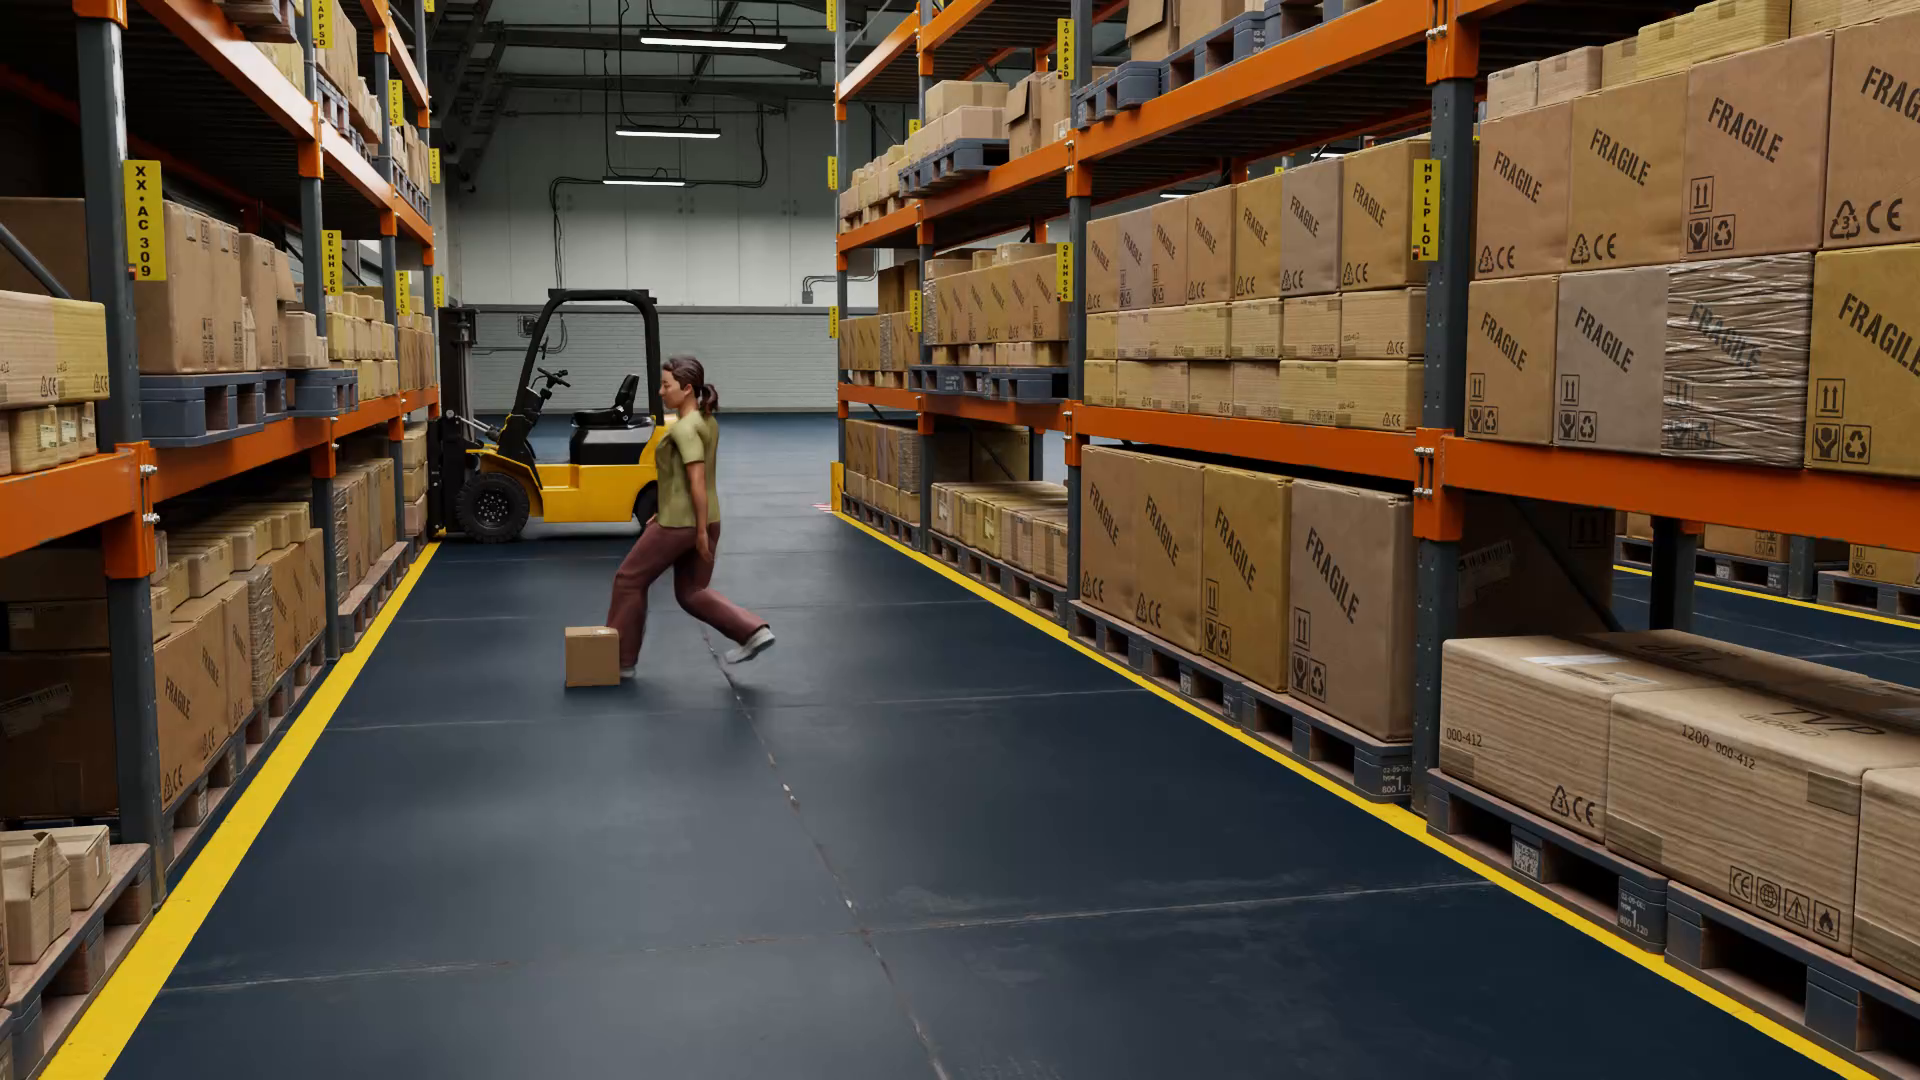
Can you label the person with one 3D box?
[{"bbox_3d":[-1.398,-0.097,8.011,1.042,1.568,0.425,2,7,18],"label":"person"}]
